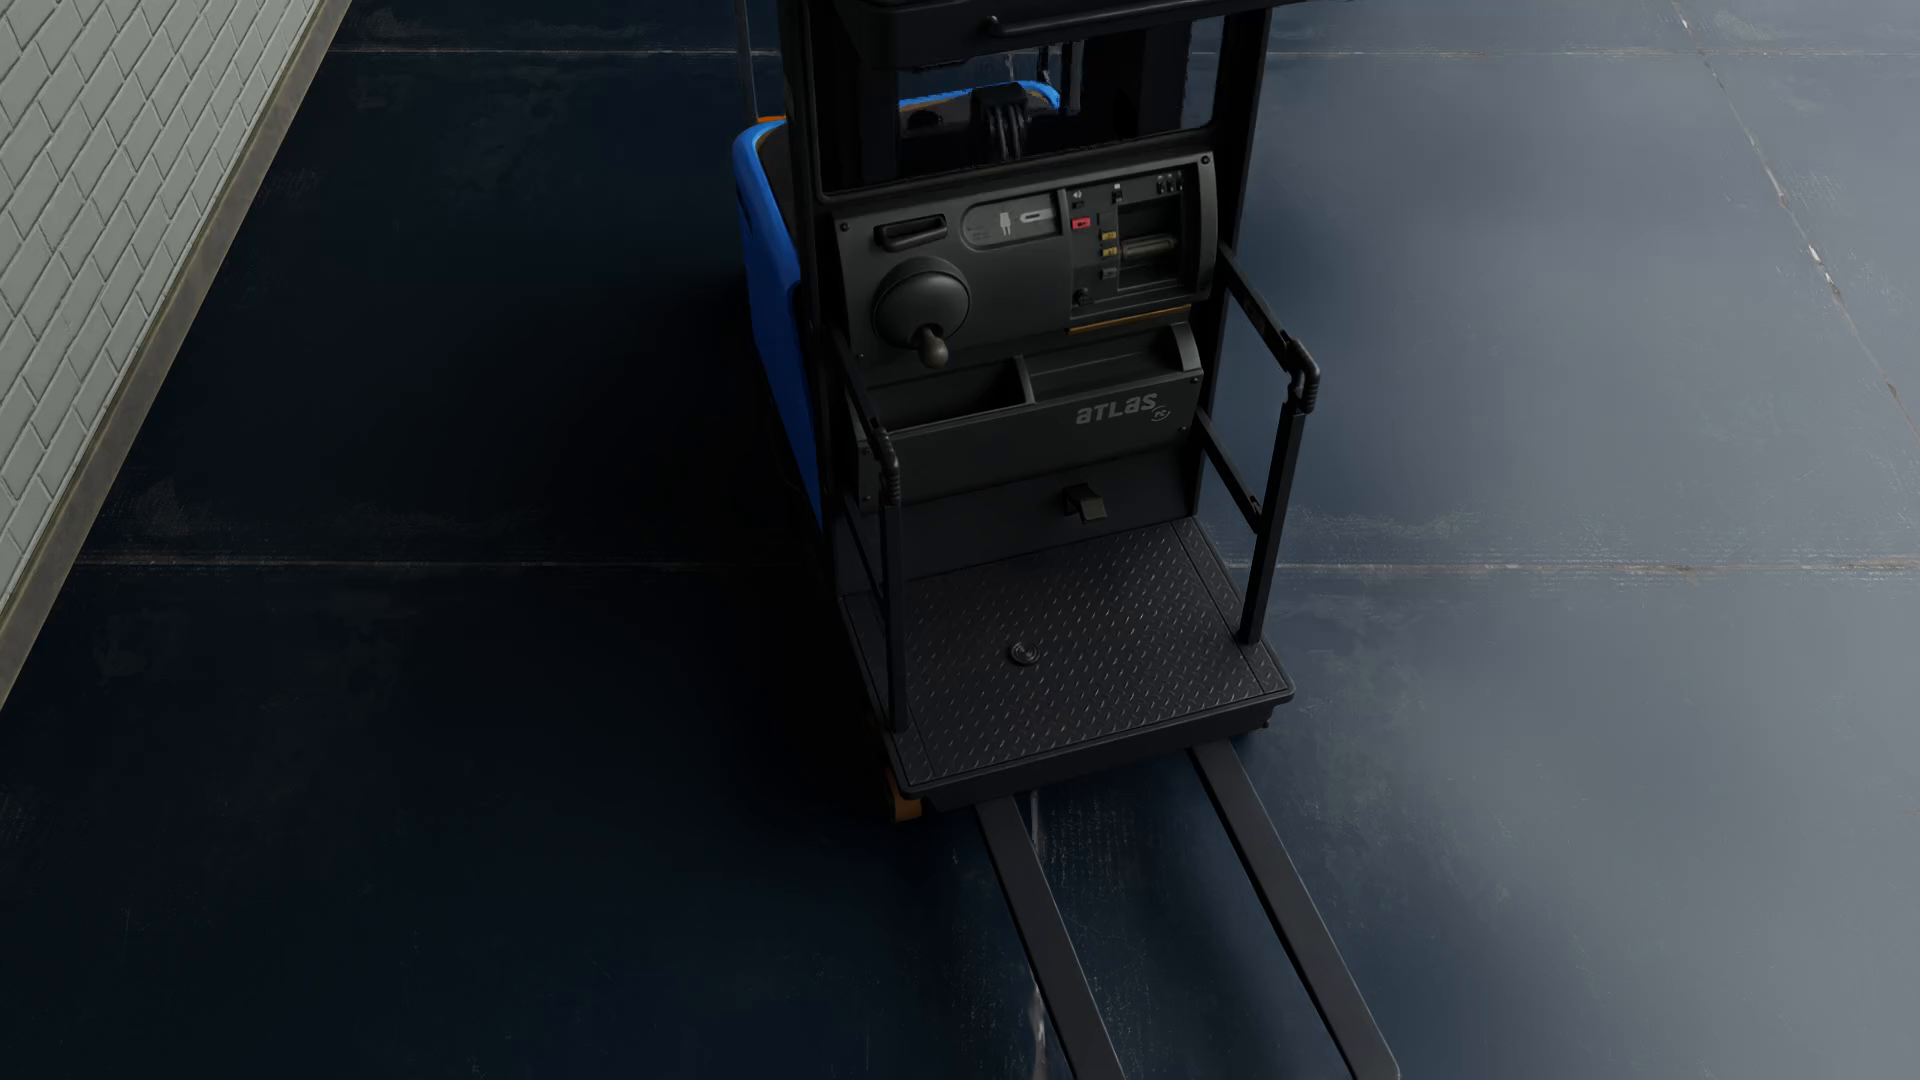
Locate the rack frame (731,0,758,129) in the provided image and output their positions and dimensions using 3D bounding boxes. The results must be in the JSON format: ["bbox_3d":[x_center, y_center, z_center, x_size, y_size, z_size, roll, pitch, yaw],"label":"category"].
[{"bbox_3d":[-0.683,-1.335,5.468,0.032,1.500,0.500,-7,47,-6],"label":"rack frame"}]

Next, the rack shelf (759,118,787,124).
[{"bbox_3d":[-0.182,-1.319,5.608,0.952,0.026,0.459,-7,47,-6],"label":"rack shelf"}]

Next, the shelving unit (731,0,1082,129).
[{"bbox_3d":[-0.173,-1.397,5.526,1.083,1.500,0.587,-7,47,-6],"label":"shelving unit"}]

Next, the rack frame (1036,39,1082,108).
[{"bbox_3d":[0.320,-1.458,5.582,0.032,1.500,0.500,-7,47,-6],"label":"rack frame"}]

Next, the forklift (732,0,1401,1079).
[{"bbox_3d":[14.788,2.966,0.487,26.030,2.935,20.937,-13,48,-12],"label":"forklift"}]
